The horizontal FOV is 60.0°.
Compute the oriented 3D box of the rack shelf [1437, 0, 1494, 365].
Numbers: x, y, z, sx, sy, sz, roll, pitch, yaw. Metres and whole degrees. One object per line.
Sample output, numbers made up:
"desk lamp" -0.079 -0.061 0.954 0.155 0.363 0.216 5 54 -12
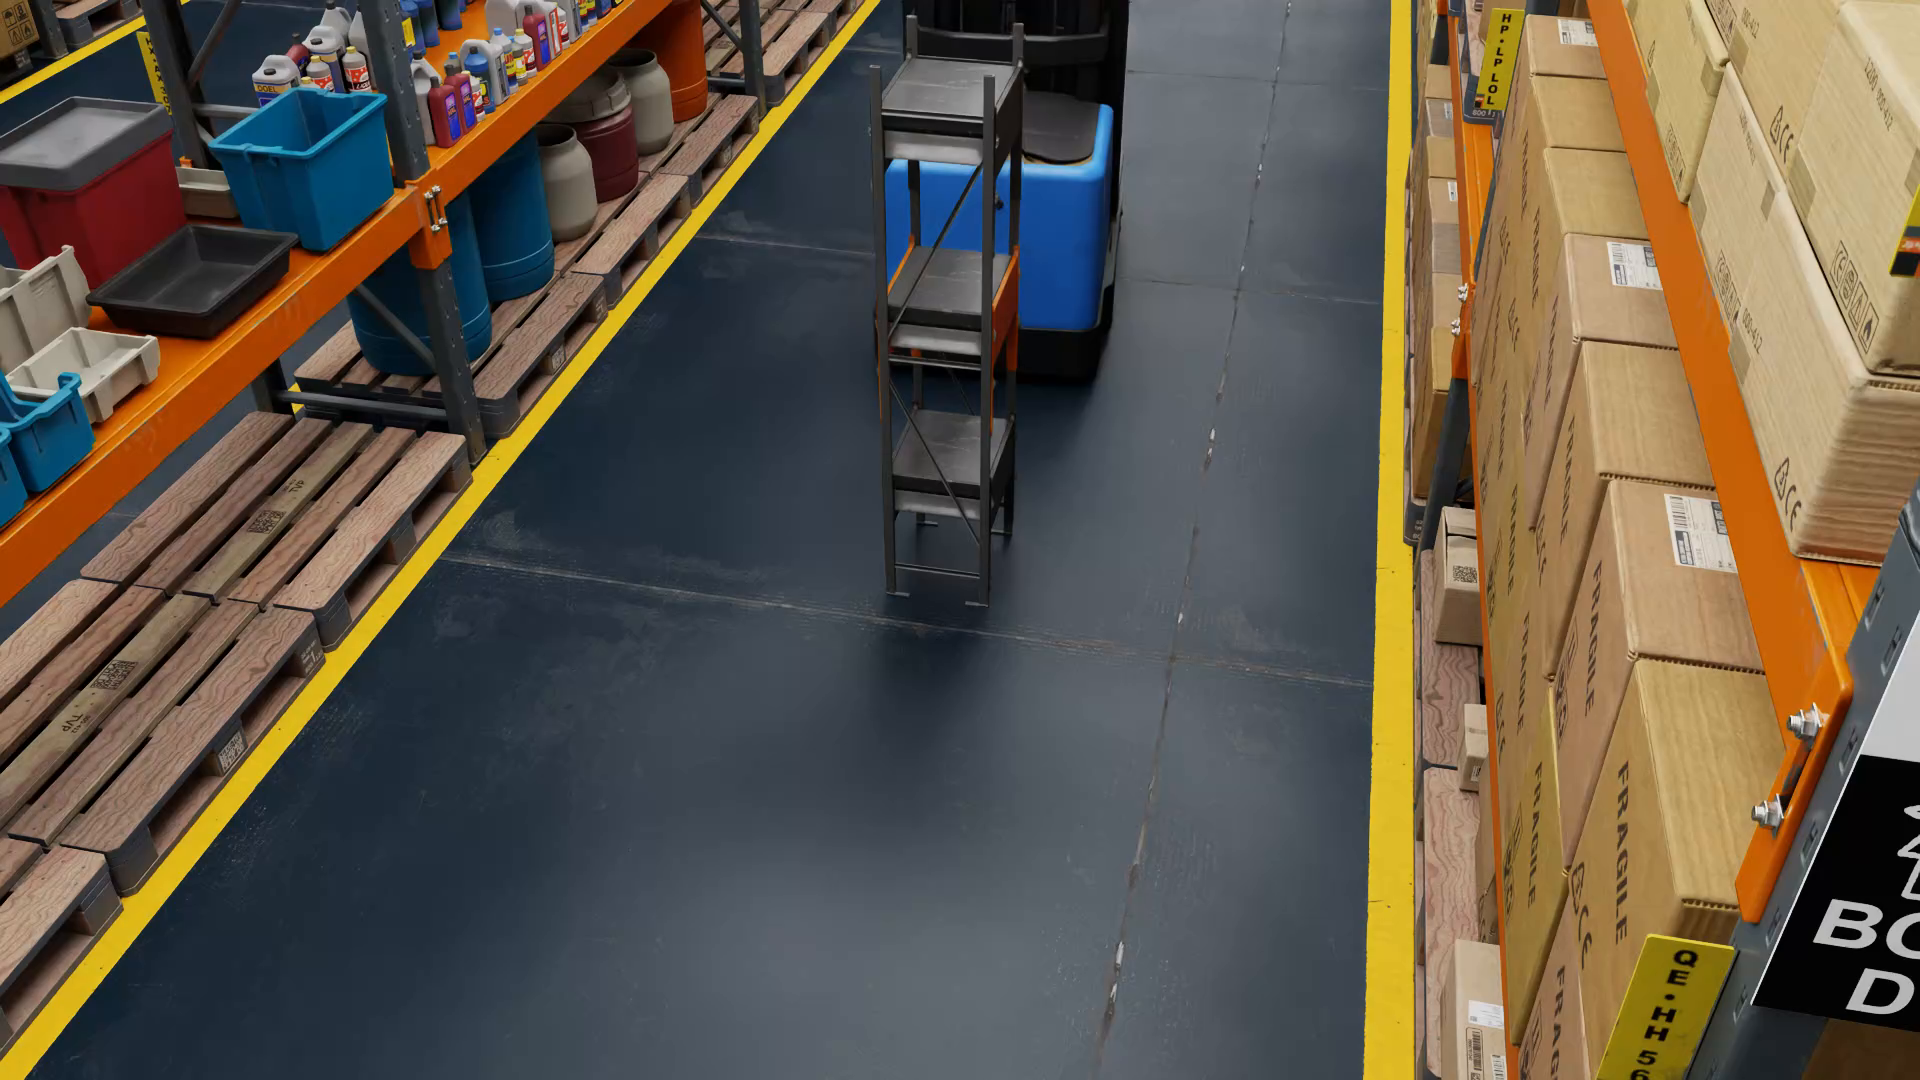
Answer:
"rack shelf" 2.698 -1.857 7.369 1.077 0.370 4.000 7 37 10

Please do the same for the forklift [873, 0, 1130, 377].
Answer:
"forklift" 0.298 -2.791 8.104 1.130 2.935 3.031 4 36 6

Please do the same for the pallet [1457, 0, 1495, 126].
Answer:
"pallet" 2.714 -2.102 7.257 1.003 0.211 1.213 7 37 10

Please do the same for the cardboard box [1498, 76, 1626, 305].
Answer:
"cardboard box" 1.785 -0.916 4.521 0.500 0.500 0.500 6 36 9

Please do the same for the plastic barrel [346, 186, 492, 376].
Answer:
"plastic barrel" -2.435 -1.255 7.355 0.600 0.901 0.708 7 37 10

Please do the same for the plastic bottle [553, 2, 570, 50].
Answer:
"plastic bottle" -1.847 -2.356 7.614 0.097 0.201 0.097 0 36 0

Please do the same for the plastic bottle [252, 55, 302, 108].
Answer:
"plastic bottle" -2.799 -1.841 6.840 0.152 0.276 0.135 7 37 10

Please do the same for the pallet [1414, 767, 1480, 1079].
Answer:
"pallet" 1.864 1.223 4.883 1.003 0.211 1.213 7 37 10

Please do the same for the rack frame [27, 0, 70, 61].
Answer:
"rack frame" -6.552 -4.539 10.456 1.000 3.000 0.127 7 37 10

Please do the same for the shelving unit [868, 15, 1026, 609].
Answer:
"shelving unit" -0.035 -0.755 6.003 0.431 2.100 0.503 7 37 10

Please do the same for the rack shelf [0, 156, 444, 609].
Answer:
"rack shelf" -2.995 -0.187 5.065 1.077 0.370 4.000 7 37 10

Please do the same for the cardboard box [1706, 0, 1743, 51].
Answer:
"cardboard box" 1.494 -0.964 2.670 0.500 0.250 0.500 7 37 10

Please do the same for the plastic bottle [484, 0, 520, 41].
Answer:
"plastic bottle" -2.048 -2.342 7.531 0.152 0.276 0.135 7 37 10

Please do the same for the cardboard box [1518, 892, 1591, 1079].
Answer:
"cardboard box" 1.246 0.960 2.784 0.500 0.500 0.500 8 37 11

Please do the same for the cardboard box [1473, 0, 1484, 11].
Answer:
"cardboard box" 2.719 -2.630 7.379 0.700 0.500 0.500 14 38 19

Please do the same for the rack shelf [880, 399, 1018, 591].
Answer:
"rack shelf" -0.035 -0.177 6.422 0.431 0.518 0.480 7 37 10

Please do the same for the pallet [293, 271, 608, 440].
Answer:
"pallet" -2.362 -0.933 7.857 1.003 0.211 1.213 7 37 10

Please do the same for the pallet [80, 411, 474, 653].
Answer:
"pallet" -2.687 -0.069 6.666 1.003 0.211 1.213 7 37 10

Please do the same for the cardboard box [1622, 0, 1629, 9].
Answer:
"cardboard box" 1.706 -1.335 3.608 0.500 0.250 0.500 7 37 10

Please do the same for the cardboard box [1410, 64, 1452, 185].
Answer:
"cardboard box" 2.748 -2.236 9.034 0.500 0.500 0.500 9 37 12

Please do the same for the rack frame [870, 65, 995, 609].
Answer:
"rack frame" -0.087 -0.615 5.810 0.400 2.100 0.015 7 37 10

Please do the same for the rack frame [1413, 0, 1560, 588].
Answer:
"rack frame" 2.270 -1.002 5.576 1.000 3.000 0.127 7 37 10

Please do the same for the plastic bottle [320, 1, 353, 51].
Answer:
"plastic bottle" -2.691 -2.173 7.234 0.144 0.351 0.185 7 37 10

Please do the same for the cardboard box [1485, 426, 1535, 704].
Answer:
"cardboard box" 1.573 0.088 3.987 0.500 0.500 0.500 7 36 9

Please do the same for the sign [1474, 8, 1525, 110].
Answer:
"sign" 1.727 -1.538 5.329 0.100 0.325 0.005 7 37 10

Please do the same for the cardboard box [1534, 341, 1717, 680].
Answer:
"cardboard box" 1.456 -0.031 3.299 0.500 0.500 0.500 8 37 11

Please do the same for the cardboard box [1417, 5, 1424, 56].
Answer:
"cardboard box" 3.216 -3.268 10.688 0.500 0.250 0.500 8 37 11

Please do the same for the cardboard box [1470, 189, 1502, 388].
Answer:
"cardboard box" 1.895 -0.784 5.191 0.500 0.500 0.500 8 37 11

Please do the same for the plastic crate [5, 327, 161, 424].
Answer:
"plastic crate" -2.646 -0.506 5.066 0.293 0.136 0.466 7 37 10

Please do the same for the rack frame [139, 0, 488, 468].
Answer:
"rack frame" -2.568 -1.625 6.436 1.000 3.000 0.127 7 37 10

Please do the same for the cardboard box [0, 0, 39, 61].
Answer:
"cardboard box" -6.720 -3.455 10.414 1.225 0.875 0.875 6 36 8

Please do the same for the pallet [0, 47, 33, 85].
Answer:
"pallet" -6.794 -2.967 10.664 1.003 0.211 1.213 7 37 10

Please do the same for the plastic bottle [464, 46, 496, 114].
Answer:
"plastic bottle" -2.017 -1.930 6.967 0.097 0.271 0.097 0 36 0

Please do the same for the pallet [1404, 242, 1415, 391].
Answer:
"pallet" 2.666 -1.045 8.012 1.003 0.211 1.213 7 37 10

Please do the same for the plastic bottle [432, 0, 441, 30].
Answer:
"plastic bottle" -2.535 -2.550 7.817 0.152 0.276 0.135 7 37 10

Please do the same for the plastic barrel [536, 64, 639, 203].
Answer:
"plastic barrel" -2.043 -2.181 8.901 0.600 0.588 0.708 7 37 10

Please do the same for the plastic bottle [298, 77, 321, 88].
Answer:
"plastic bottle" -2.674 -1.806 6.855 0.097 0.201 0.097 0 36 0

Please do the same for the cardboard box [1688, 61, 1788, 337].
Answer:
"cardboard box" 1.386 -0.475 2.421 0.500 0.250 0.500 7 37 10

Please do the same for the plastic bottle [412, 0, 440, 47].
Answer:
"plastic bottle" -2.459 -2.410 7.628 0.097 0.271 0.097 0 36 0

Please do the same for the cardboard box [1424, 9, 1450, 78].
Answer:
"cardboard box" 2.996 -2.910 9.716 0.500 0.311 0.500 8 37 11

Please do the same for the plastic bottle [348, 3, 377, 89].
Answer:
"plastic bottle" -2.550 -2.155 7.209 0.144 0.351 0.185 7 37 10

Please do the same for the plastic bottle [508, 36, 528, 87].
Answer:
"plastic bottle" -1.946 -2.090 7.248 0.097 0.201 0.097 0 36 0

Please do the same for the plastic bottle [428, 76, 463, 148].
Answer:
"plastic bottle" -2.073 -1.734 6.686 0.061 0.283 0.133 7 37 10

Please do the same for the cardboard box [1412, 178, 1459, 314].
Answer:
"cardboard box" 2.424 -1.348 7.809 0.500 0.500 0.500 6 36 8

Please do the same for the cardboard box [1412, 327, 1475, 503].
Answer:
"cardboard box" 2.096 -0.486 6.620 0.500 0.500 0.500 7 37 10

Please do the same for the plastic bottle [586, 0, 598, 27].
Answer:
"plastic bottle" -1.777 -2.573 7.853 0.097 0.271 0.097 0 36 0

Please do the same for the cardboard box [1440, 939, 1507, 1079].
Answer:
"cardboard box" 1.524 1.343 4.309 0.500 0.250 0.500 7 37 10

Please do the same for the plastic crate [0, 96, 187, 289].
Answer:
"plastic crate" -3.004 -1.194 5.736 0.402 0.464 0.583 7 37 10
